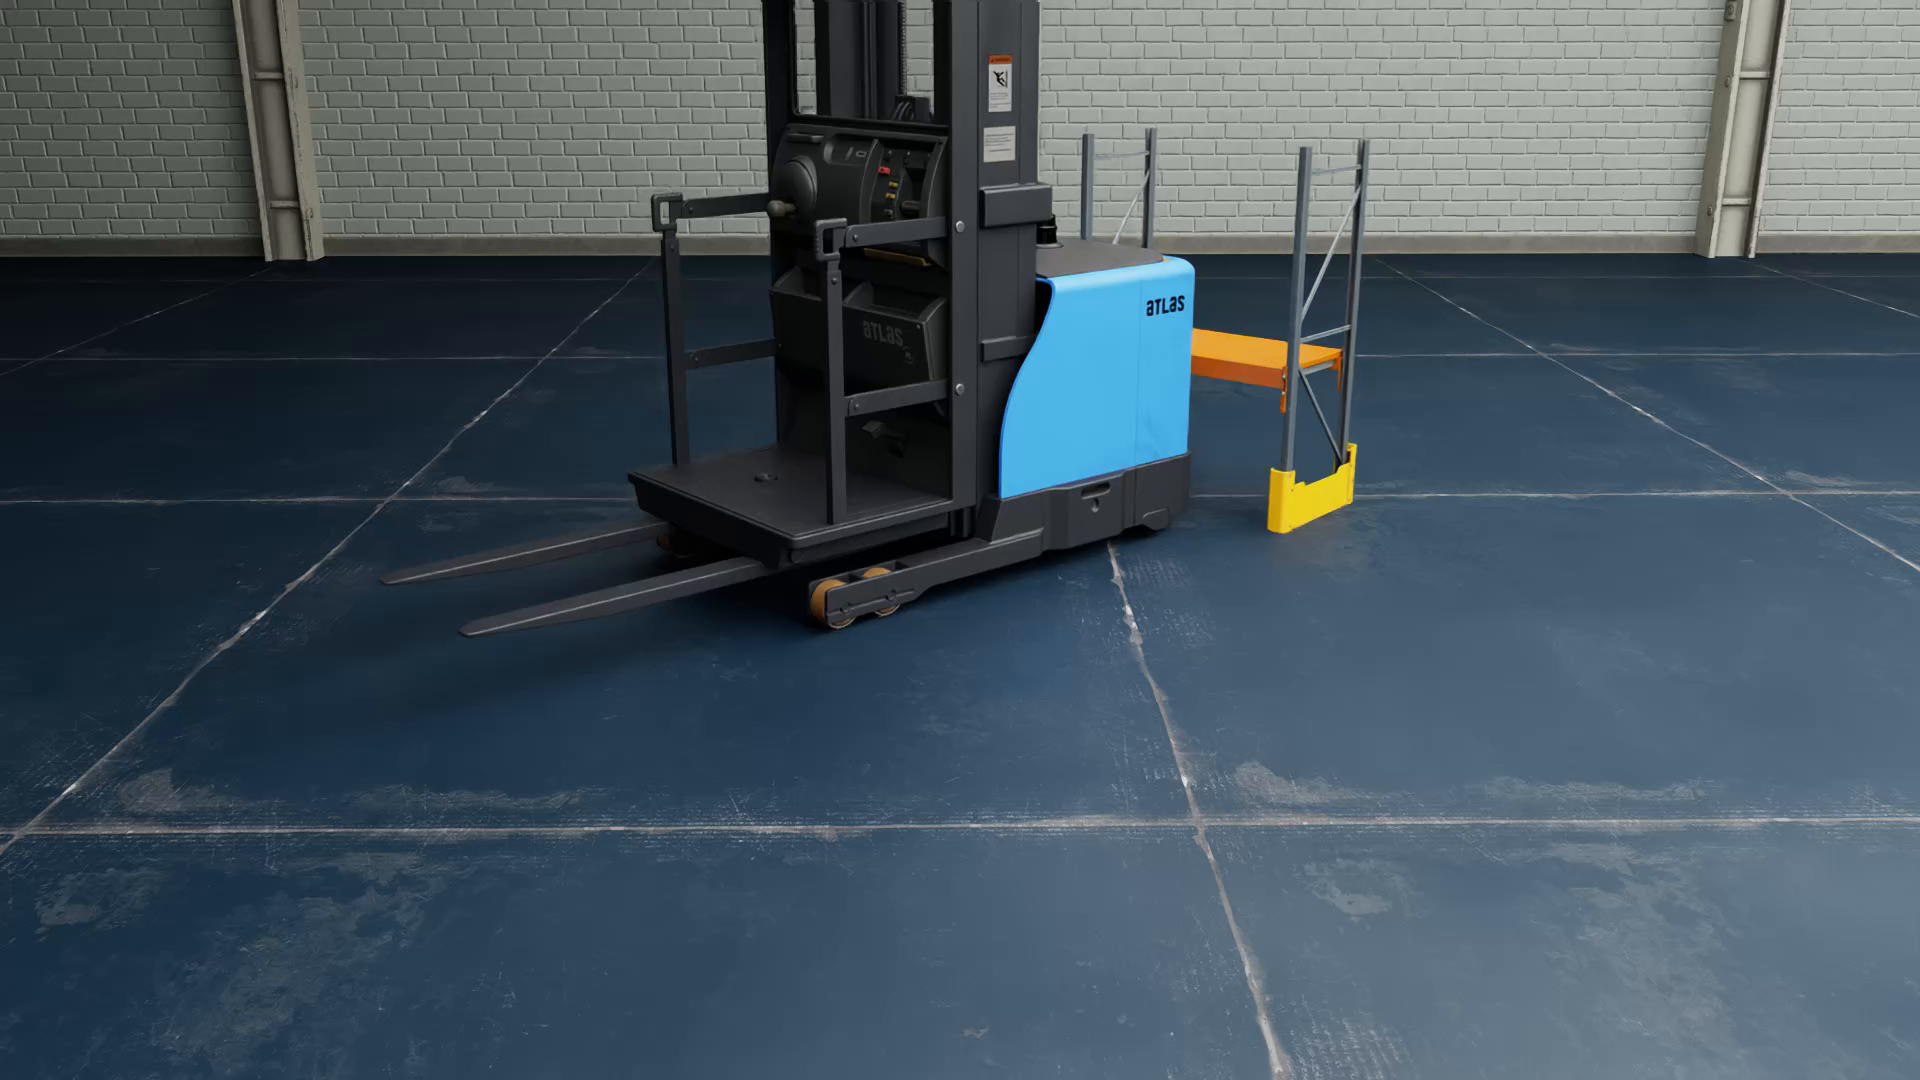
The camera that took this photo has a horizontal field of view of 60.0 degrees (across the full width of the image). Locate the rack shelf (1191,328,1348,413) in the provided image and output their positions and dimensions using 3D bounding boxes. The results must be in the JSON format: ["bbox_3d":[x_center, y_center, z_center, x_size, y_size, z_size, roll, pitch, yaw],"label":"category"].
[{"bbox_3d":[1.064,-0.746,7.007,1.000,0.185,0.538,15,23,39],"label":"rack shelf"}]

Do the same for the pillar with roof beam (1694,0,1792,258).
[{"bbox_3d":[6.521,-5.380,8.585,0.400,9.000,9.100,0,18,-1],"label":"pillar with roof beam"}]

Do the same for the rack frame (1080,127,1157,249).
[{"bbox_3d":[0.680,-1.019,7.269,0.032,1.500,0.500,15,23,39],"label":"rack frame"}]

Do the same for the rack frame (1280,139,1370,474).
[{"bbox_3d":[1.448,-0.816,6.635,0.032,1.500,0.500,15,23,39],"label":"rack frame"}]

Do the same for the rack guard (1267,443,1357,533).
[{"bbox_3d":[1.448,-0.221,6.826,0.087,0.250,0.587,15,23,39],"label":"rack guard"}]

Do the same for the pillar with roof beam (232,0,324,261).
[{"bbox_3d":[-5.477,-5.322,8.405,0.400,9.000,9.100,0,18,-1],"label":"pillar with roof beam"}]

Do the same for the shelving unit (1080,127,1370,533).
[{"bbox_3d":[1.071,-0.915,6.946,1.083,1.500,0.587,15,23,39],"label":"shelving unit"}]

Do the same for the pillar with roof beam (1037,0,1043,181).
[{"bbox_3d":[0.522,-5.351,8.495,0.400,9.000,9.100,0,18,-1],"label":"pillar with roof beam"}]

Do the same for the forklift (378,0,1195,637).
[{"bbox_3d":[-0.528,-1.276,5.728,3.031,2.935,1.130,-15,23,-38],"label":"forklift"}]
